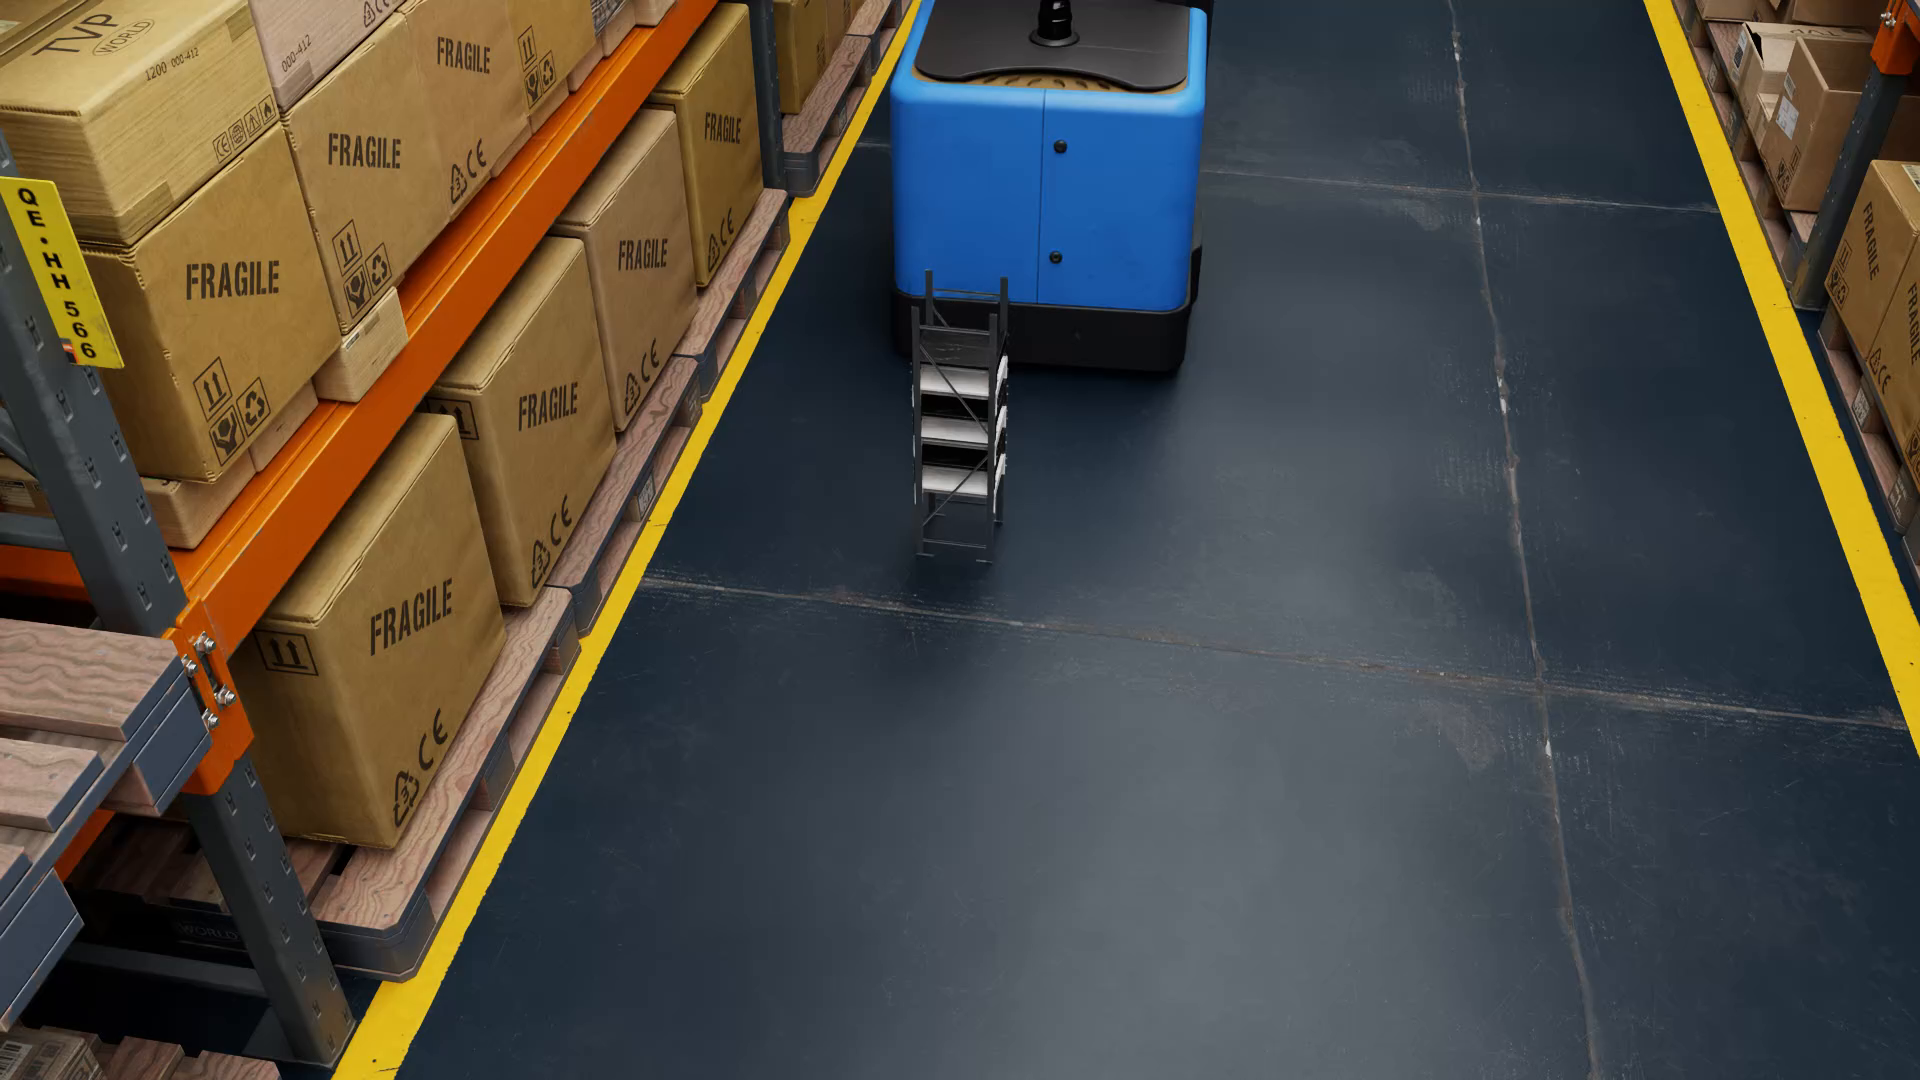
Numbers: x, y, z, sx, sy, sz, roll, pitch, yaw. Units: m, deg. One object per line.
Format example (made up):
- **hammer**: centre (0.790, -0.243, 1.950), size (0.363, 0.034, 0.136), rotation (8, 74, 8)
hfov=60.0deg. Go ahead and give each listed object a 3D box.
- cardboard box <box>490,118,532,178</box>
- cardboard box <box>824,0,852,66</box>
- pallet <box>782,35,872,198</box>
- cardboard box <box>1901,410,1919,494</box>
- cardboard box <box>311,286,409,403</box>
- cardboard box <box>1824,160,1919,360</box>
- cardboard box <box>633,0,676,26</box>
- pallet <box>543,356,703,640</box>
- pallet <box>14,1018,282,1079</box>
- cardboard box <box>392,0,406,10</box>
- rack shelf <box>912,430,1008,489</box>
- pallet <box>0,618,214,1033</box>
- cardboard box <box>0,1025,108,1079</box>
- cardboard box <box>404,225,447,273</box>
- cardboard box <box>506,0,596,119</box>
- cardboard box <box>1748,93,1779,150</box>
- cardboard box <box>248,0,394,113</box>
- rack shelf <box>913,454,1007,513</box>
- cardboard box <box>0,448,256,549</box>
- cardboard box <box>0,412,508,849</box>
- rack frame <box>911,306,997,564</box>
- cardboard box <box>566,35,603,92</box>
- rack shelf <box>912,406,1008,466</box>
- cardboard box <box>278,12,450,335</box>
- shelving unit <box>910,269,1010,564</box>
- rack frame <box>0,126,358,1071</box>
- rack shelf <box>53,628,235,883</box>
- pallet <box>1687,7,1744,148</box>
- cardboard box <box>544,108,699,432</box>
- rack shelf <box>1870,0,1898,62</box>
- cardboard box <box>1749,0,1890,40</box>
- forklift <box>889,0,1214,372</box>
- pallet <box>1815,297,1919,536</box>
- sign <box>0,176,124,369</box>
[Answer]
- **cardboard box**: centre (-1.369, -1.096, 4.404), size (0.380, 0.149, 0.250), rotation (7, 40, 8)
- **cardboard box**: centre (-0.896, -2.522, 7.579), size (0.700, 0.500, 0.500), rotation (6, 40, 7)
- **pallet**: centre (-1.008, -1.945, 7.437), size (1.003, 0.211, 1.213), rotation (6, 40, 8)
- **cardboard box**: centre (3.164, -0.288, 4.860), size (0.500, 0.500, 0.500), rotation (7, 40, 8)
- **cardboard box**: centre (-1.442, -0.447, 3.618), size (0.380, 0.149, 0.250), rotation (8, 40, 9)
- **cardboard box**: centre (3.340, -0.937, 5.645), size (0.500, 0.500, 0.500), rotation (5, 40, 6)
- **cardboard box**: centre (-1.093, -1.728, 5.167), size (0.380, 0.149, 0.250), rotation (6, 40, 8)
- **pallet**: centre (-1.484, -0.216, 5.345), size (1.003, 0.211, 1.213), rotation (6, 40, 8)
- **pallet**: centre (-2.045, 1.524, 3.241), size (1.003, 0.211, 1.213), rotation (6, 40, 8)
- **cardboard box**: centre (-1.401, -1.399, 3.671), size (0.500, 0.250, 0.500), rotation (7, 40, 8)
- **rack shelf**: centre (0.001, -0.257, 5.048), size (0.258, 0.077, 0.200), rotation (6, 40, 8)
- **pallet**: centre (-1.927, 0.492, 2.451), size (1.213, 0.211, 1.003), rotation (6, 40, 8)
- **cardboard box**: centre (-1.982, 1.211, 3.048), size (0.700, 0.500, 0.500), rotation (7, 40, 8)
- **cardboard box**: centre (-1.483, -0.782, 4.024), size (0.380, 0.149, 0.250), rotation (7, 40, 9)
- **cardboard box**: centre (-1.303, -1.445, 4.316), size (0.500, 0.500, 0.500), rotation (7, 40, 9)
- **cardboard box**: centre (3.488, -1.709, 6.855), size (0.380, 0.149, 0.250), rotation (6, 40, 8)
- **cardboard box**: centre (-1.484, -1.084, 3.291), size (0.500, 0.250, 0.500), rotation (6, 40, 7)
- **rack shelf**: centre (0.001, -0.187, 5.105), size (0.258, 0.077, 0.200), rotation (6, 40, 8)
- **cardboard box**: centre (-1.623, -0.133, 3.238), size (0.380, 0.149, 0.250), rotation (6, 40, 7)
- **cardboard box**: centre (-1.652, 0.179, 4.037), size (0.750, 0.750, 0.750), rotation (6, 40, 7)
- **rack frame**: centre (-0.016, -0.288, 4.892), size (0.240, 0.900, 0.006), rotation (6, 40, 8)
- **cardboard box**: centre (-1.259, -1.426, 4.802), size (0.380, 0.149, 0.250), rotation (5, 40, 6)
- **rack shelf**: centre (0.001, -0.326, 4.991), size (0.258, 0.077, 0.200), rotation (6, 40, 8)
- **cardboard box**: centre (-1.473, -0.806, 3.543), size (0.500, 0.500, 0.500), rotation (8, 40, 9)
- **shelving unit**: centre (0.001, -0.352, 4.969), size (0.258, 0.900, 0.210), rotation (6, 40, 8)
- **rack frame**: centre (-1.909, -0.041, 2.945), size (1.000, 3.000, 0.127), rotation (6, 40, 8)
- **rack shelf**: centre (-2.255, 1.492, 1.656), size (1.077, 0.370, 4.000), rotation (6, 40, 8)
- **pallet**: centre (3.992, -2.131, 7.662), size (1.003, 0.211, 1.213), rotation (6, 40, 8)
- **cardboard box**: centre (-1.352, -0.904, 5.347), size (0.750, 0.750, 0.750), rotation (8, 40, 9)
- **rack shelf**: centre (4.009, -2.985, 7.071), size (1.077, 0.370, 4.000), rotation (6, 40, 8)
- **cardboard box**: centre (3.983, -2.394, 7.406), size (0.797, 0.503, 0.637), rotation (6, 40, 8)
- **forklift**: centre (0.450, -2.656, 6.162), size (1.130, 2.935, 3.031), rotation (4, 40, 5)
- **pallet**: centre (3.560, -0.418, 5.590), size (1.003, 0.211, 1.213), rotation (6, 40, 8)
- **sign**: centre (-1.372, -0.402, 2.536), size (0.100, 0.325, 0.005), rotation (6, 40, 8)
